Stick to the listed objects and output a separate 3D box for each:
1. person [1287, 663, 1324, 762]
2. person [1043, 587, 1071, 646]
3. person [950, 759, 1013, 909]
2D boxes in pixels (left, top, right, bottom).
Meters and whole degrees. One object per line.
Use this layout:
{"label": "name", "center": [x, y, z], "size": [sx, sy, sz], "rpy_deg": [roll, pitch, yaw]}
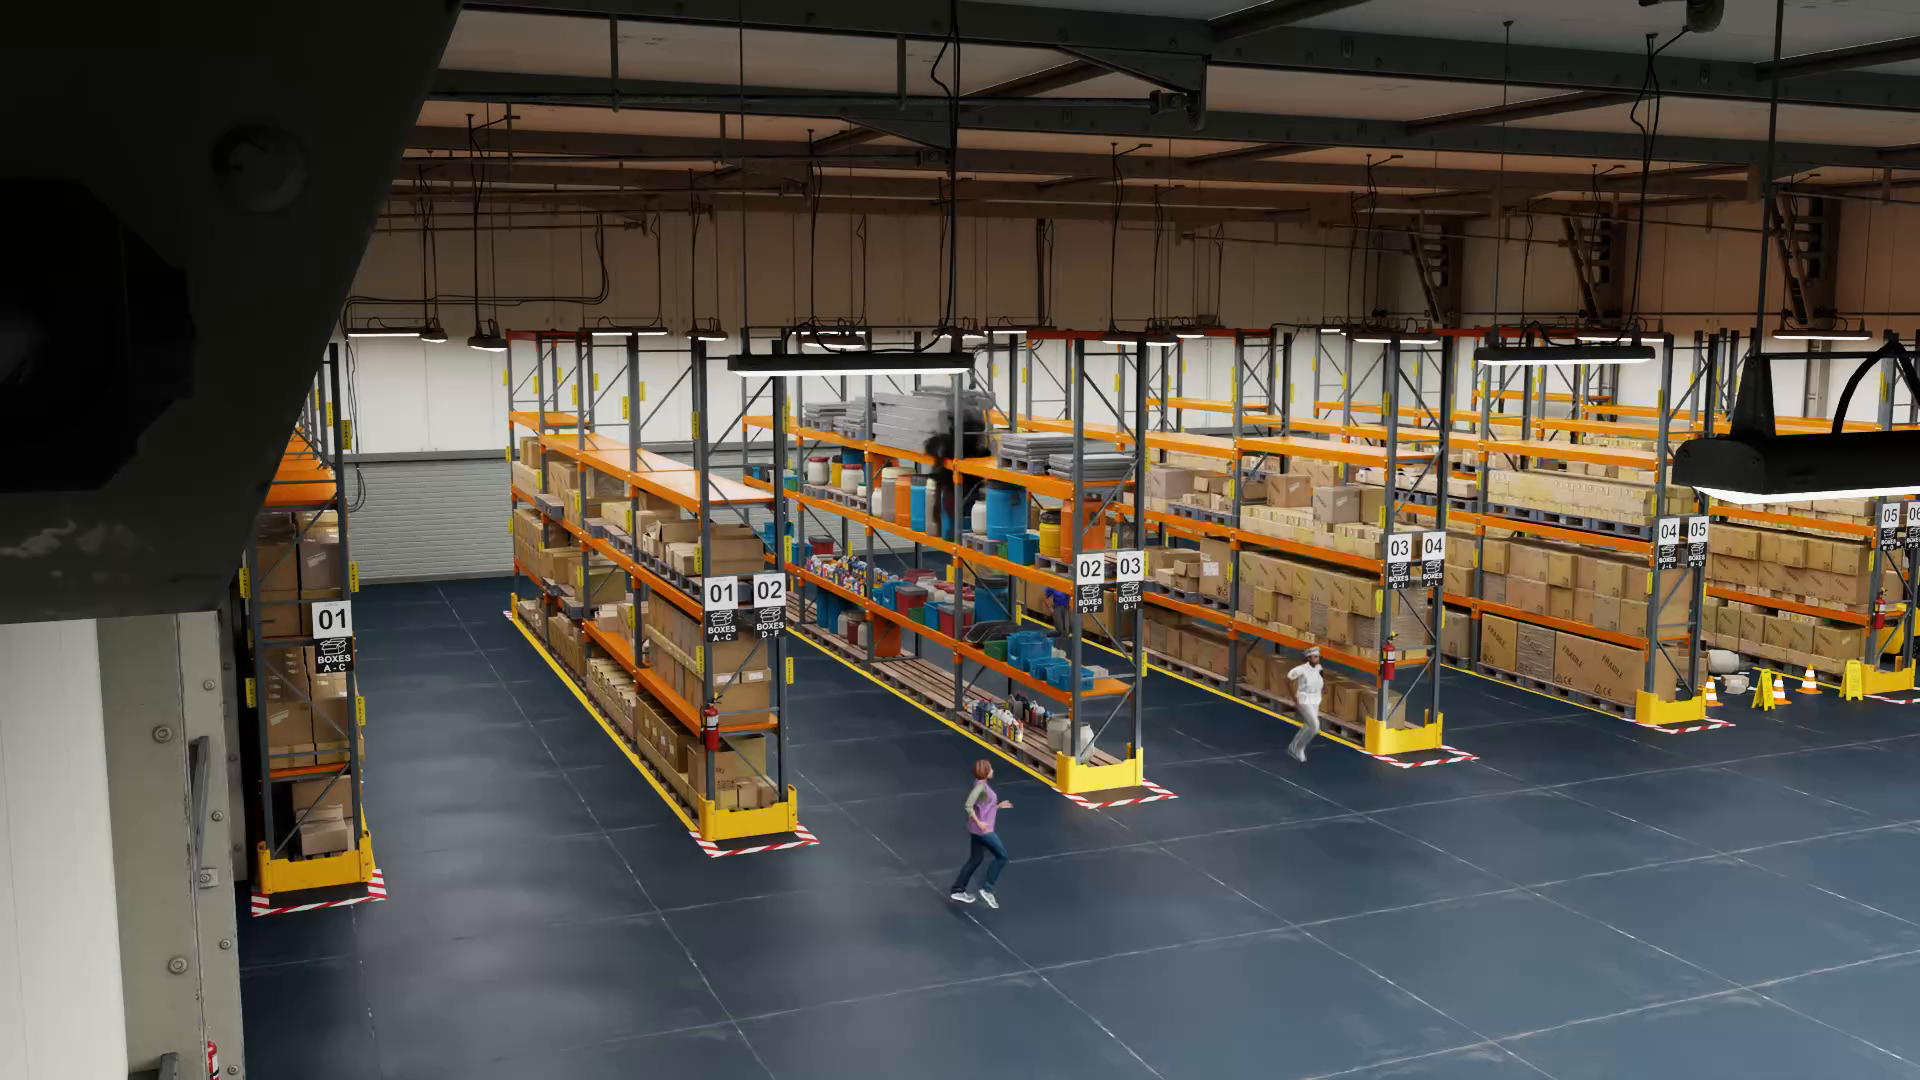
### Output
{"label": "person", "center": [4.927, 2.430, 23.552], "size": [0.387, 1.400, 0.650], "rpy_deg": [-6, 10, -36]}
{"label": "person", "center": [1.853, 1.346, 30.946], "size": [0.583, 1.615, 0.558], "rpy_deg": [-4, 9, -26]}
{"label": "person", "center": [0.238, 3.139, 17.788], "size": [0.694, 1.623, 0.514], "rpy_deg": [-1, 8, -9]}
